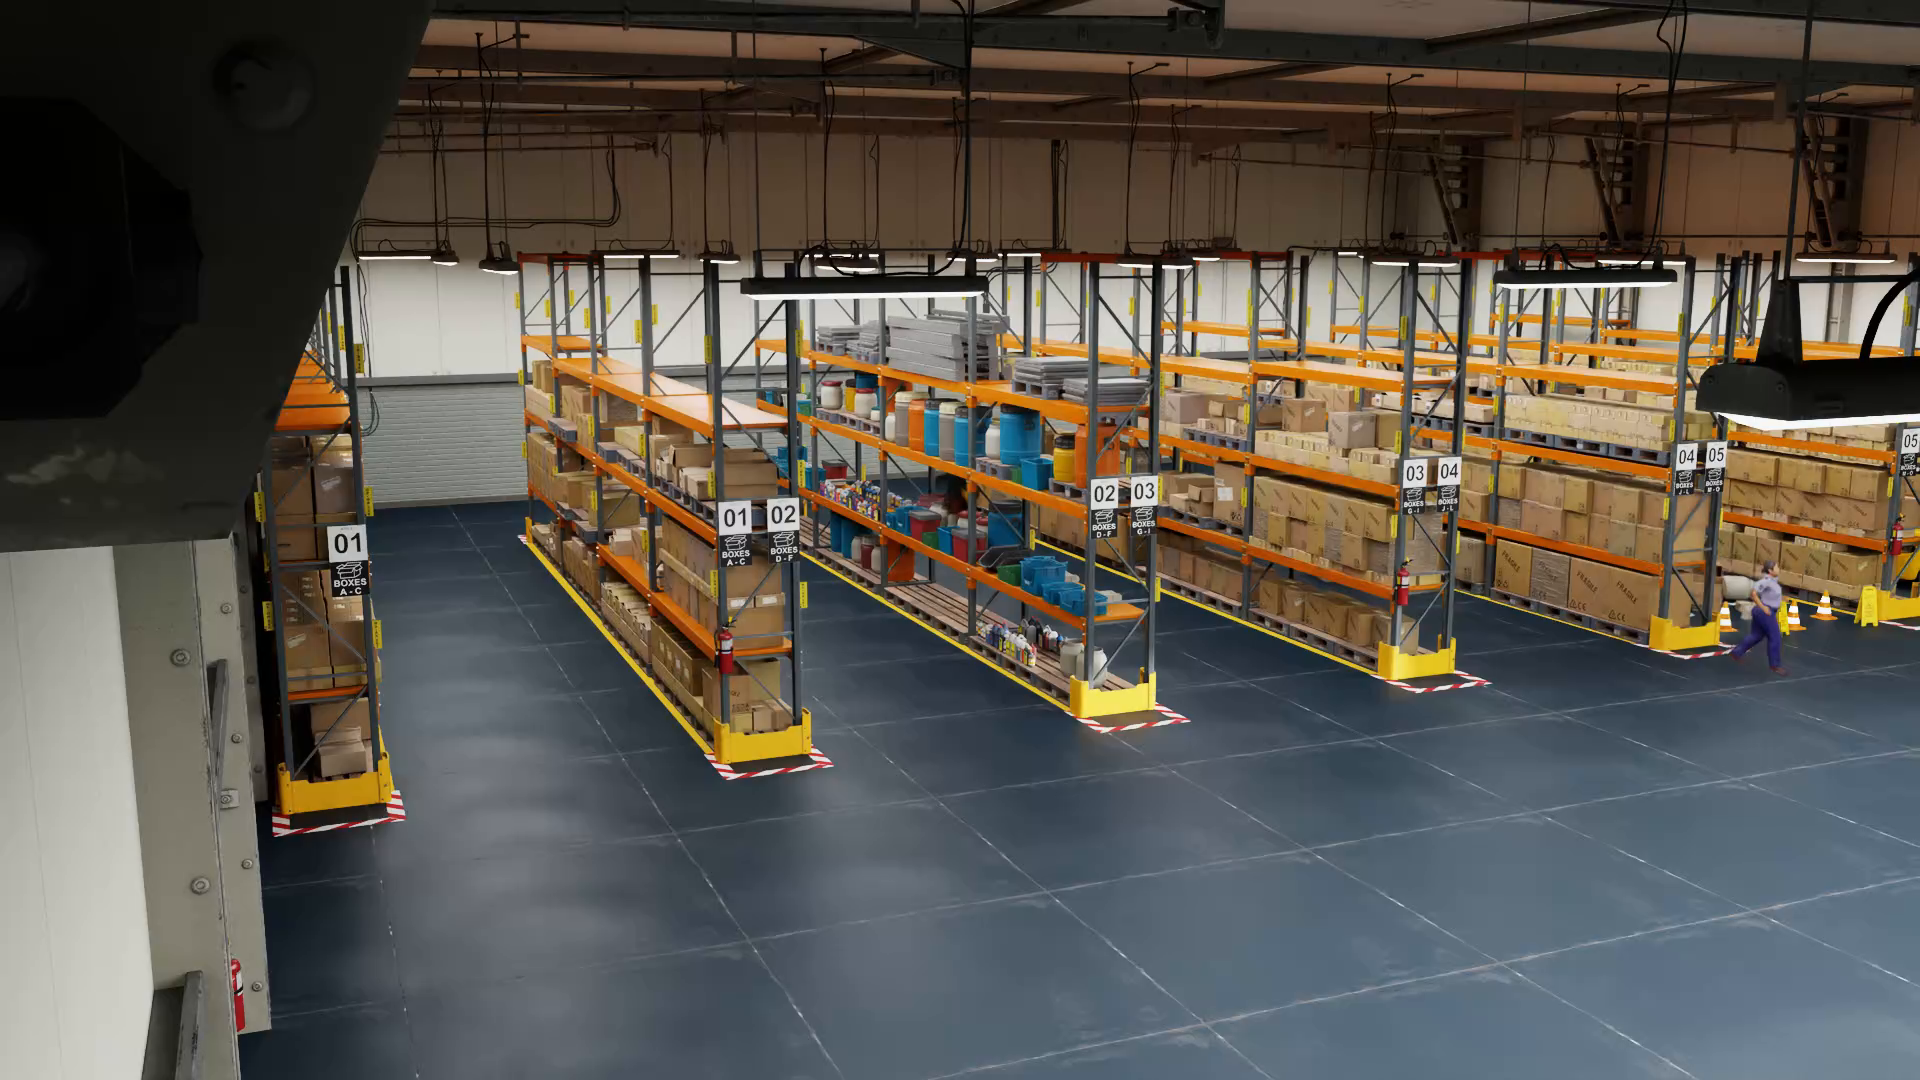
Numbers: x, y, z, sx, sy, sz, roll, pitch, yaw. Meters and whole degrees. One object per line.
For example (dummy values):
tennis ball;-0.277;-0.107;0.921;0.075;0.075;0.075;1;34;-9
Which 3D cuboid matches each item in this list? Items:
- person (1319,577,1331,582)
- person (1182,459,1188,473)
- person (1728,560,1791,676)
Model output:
person;6.836;-0.103;30.801;0.698;1.742;0.620;-5;12;-26
person;5.622;-2.043;41.782;0.513;1.572;0.686;6;12;29
person;11.738;1.112;24.295;0.848;1.666;0.606;5;11;24
